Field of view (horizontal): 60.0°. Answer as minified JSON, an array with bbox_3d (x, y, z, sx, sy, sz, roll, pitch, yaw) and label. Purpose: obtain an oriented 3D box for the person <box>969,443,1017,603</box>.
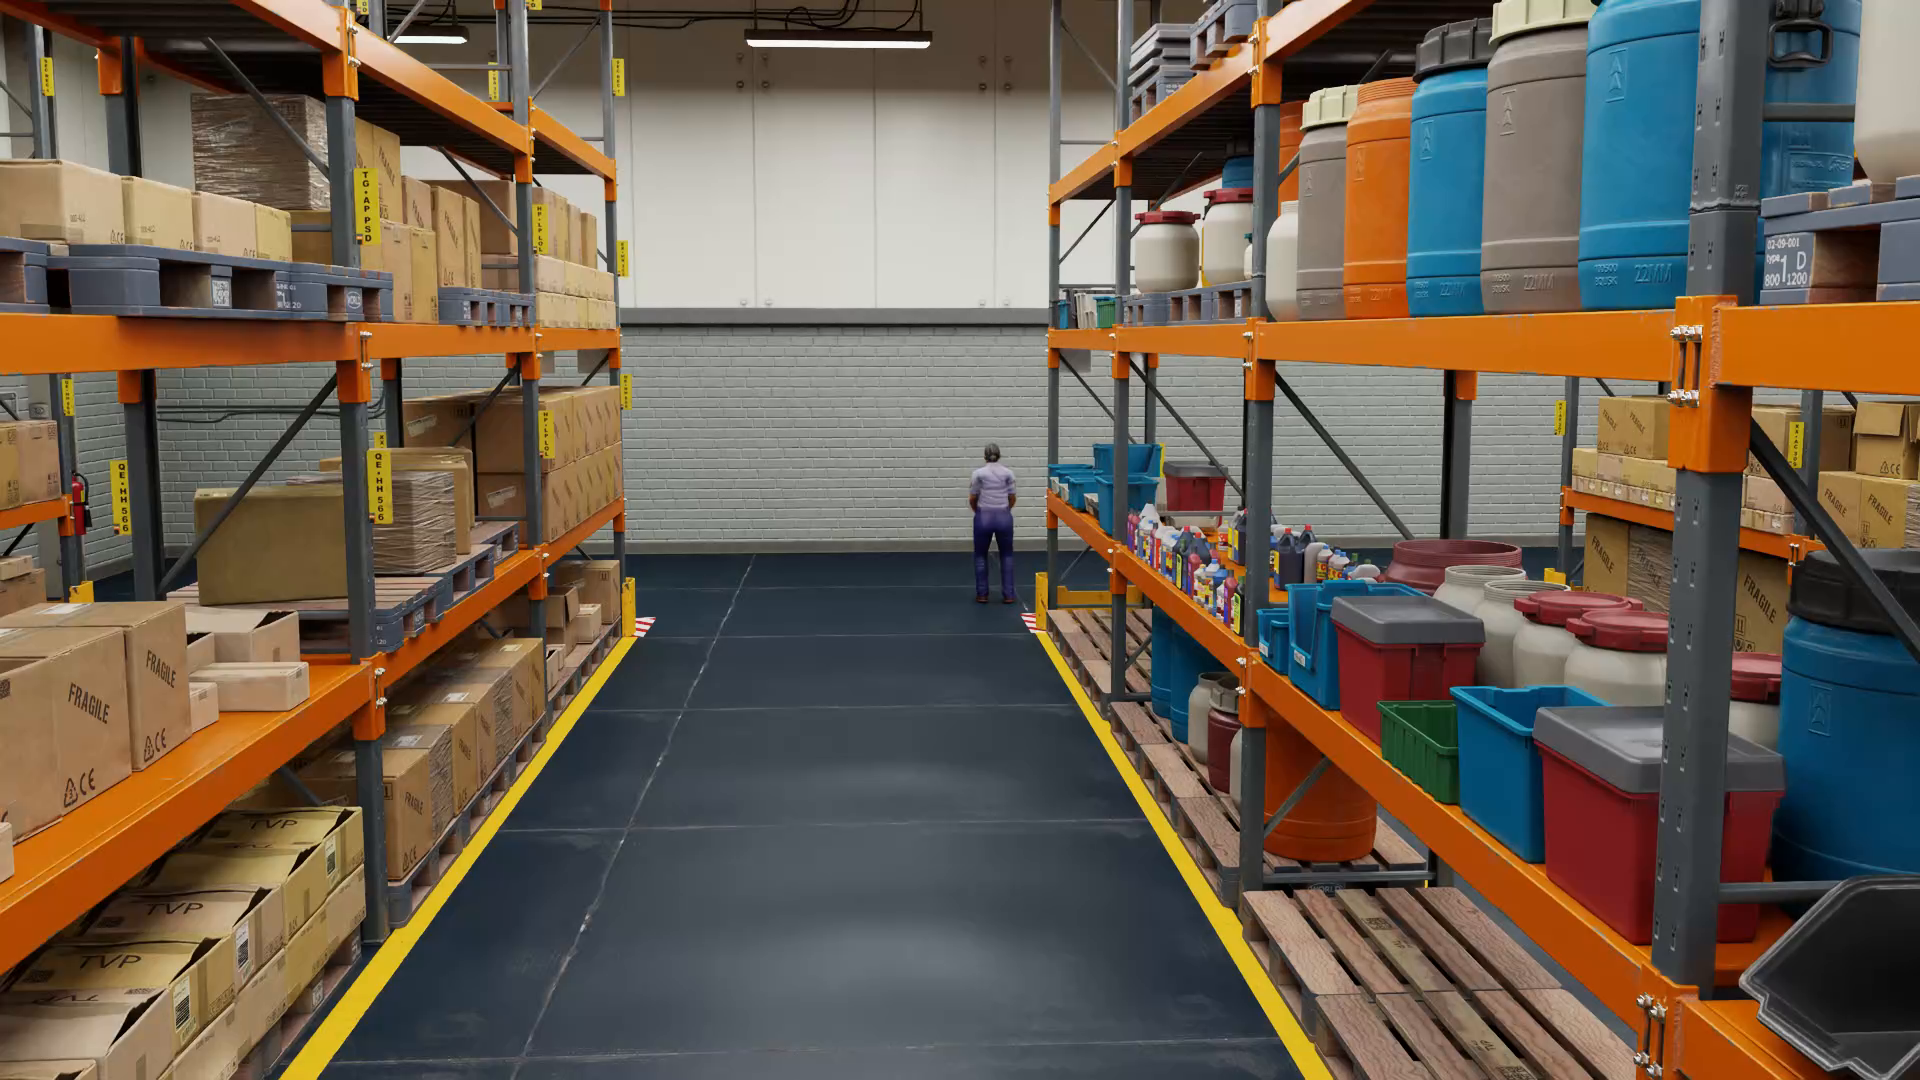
[{"bbox_3d":[0.338,-0.176,17.211,0.498,1.656,0.450,-1,7,-4],"label":"person"}]
